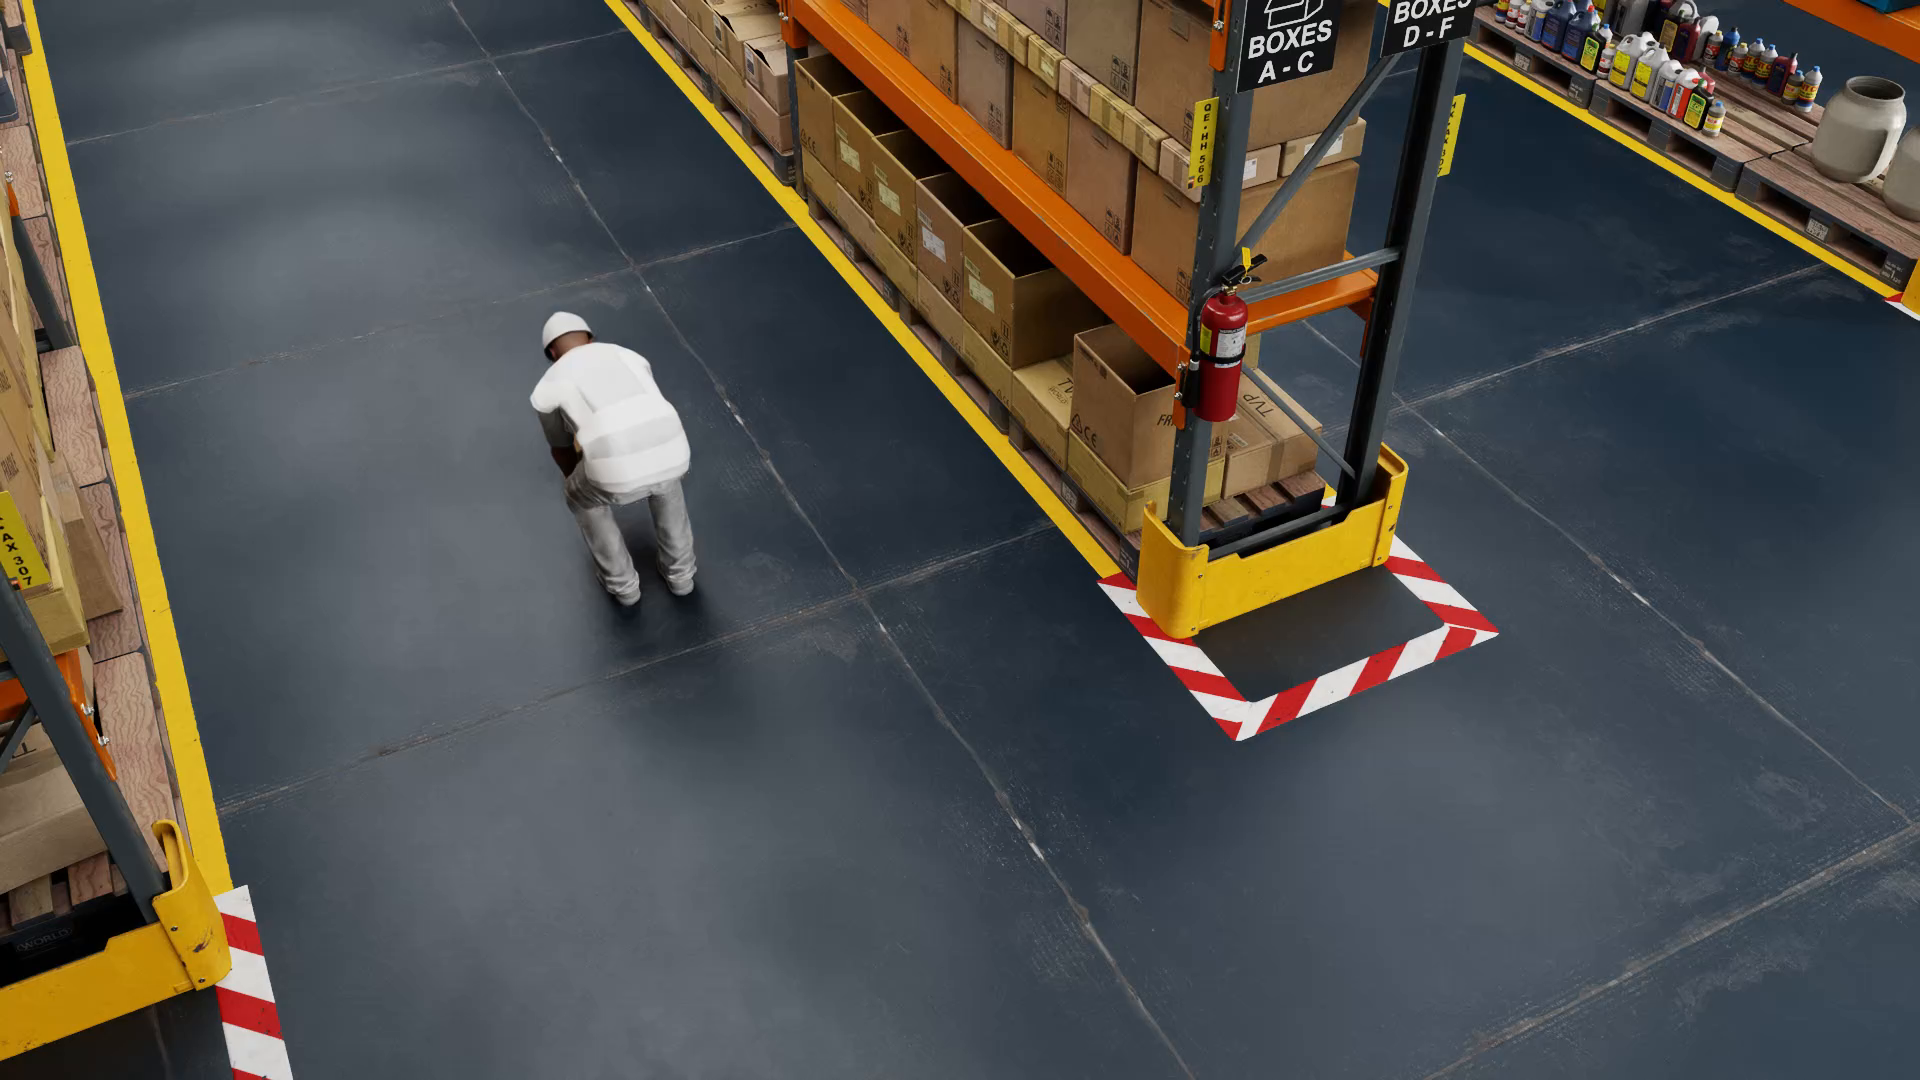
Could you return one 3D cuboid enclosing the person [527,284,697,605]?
[{"bbox_3d":[-1.472,-0.372,7.005,0.516,1.213,0.952,-21,45,-22],"label":"person"}]
